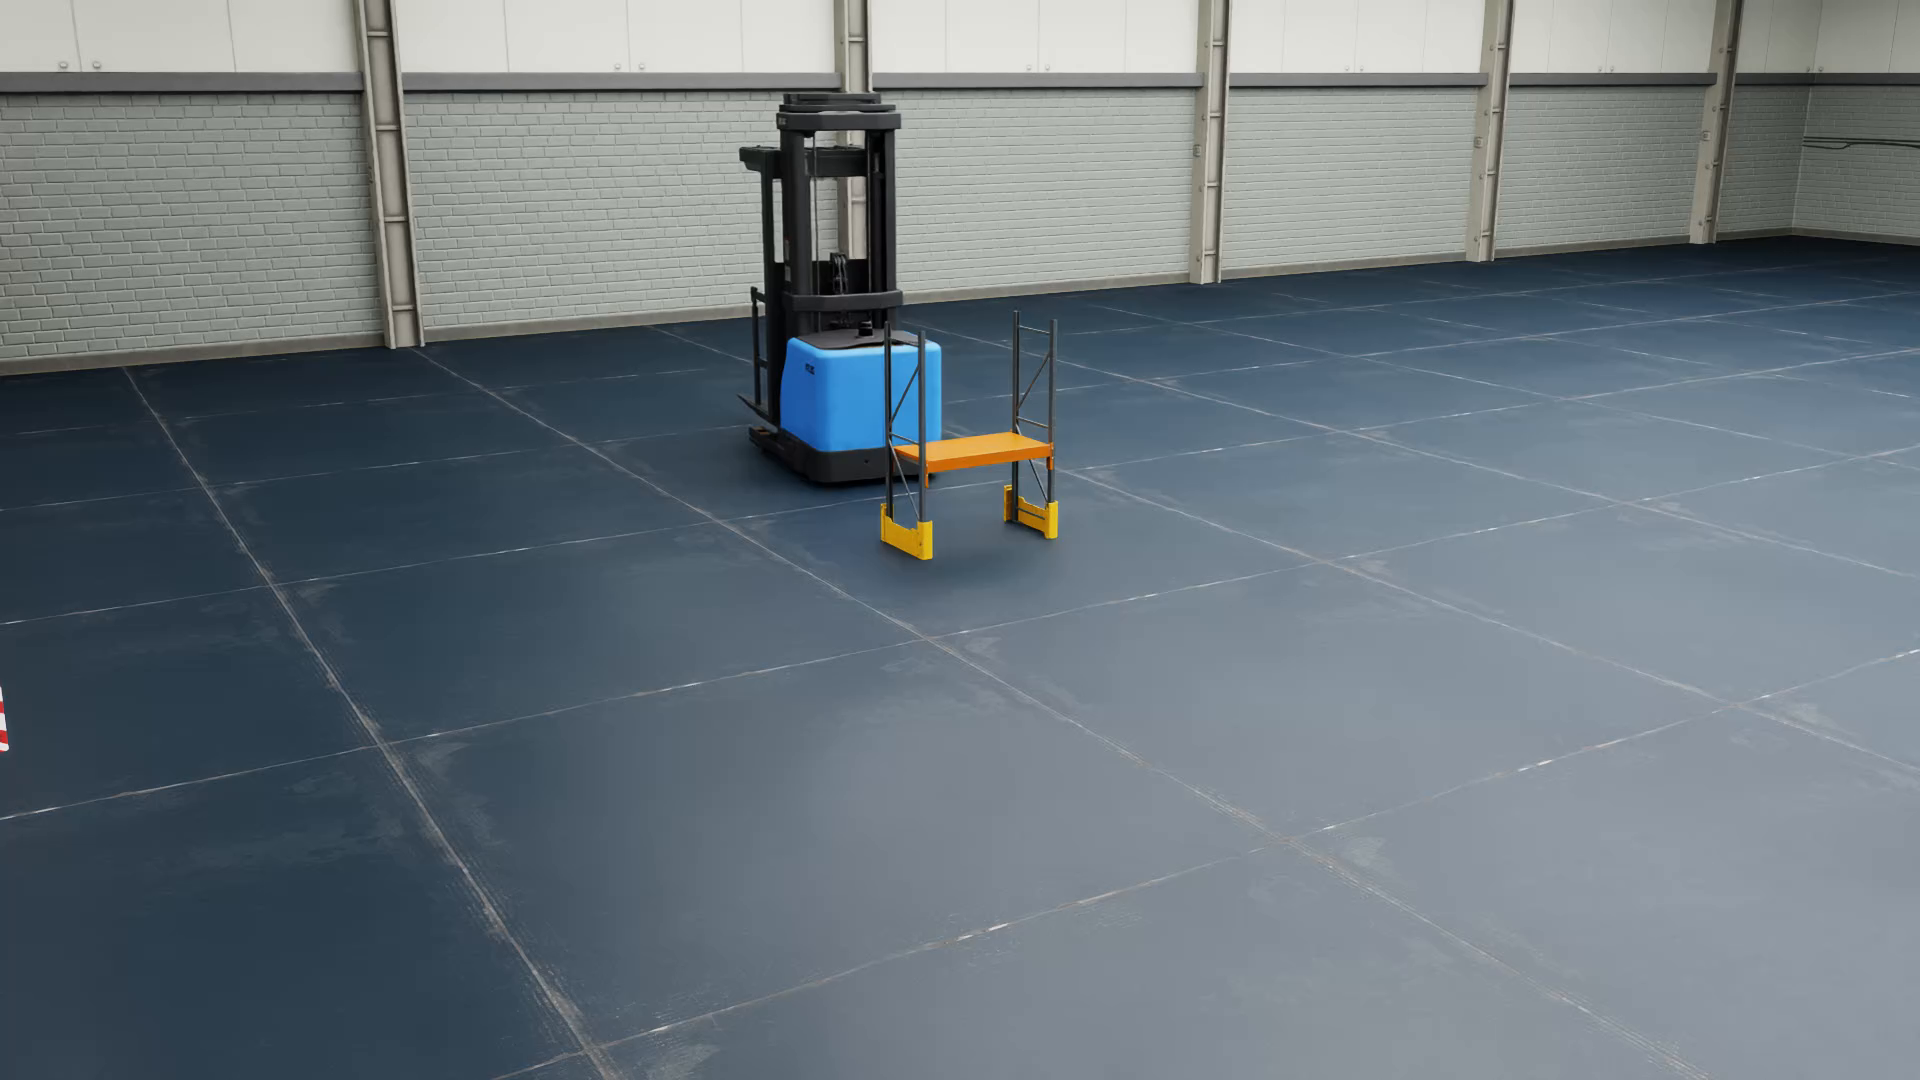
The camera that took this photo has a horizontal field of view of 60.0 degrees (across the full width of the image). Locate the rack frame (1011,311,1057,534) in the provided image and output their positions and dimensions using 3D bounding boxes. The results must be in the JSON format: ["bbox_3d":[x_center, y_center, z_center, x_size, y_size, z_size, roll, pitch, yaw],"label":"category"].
[{"bbox_3d":[0.509,-0.805,11.502,0.032,1.500,0.500,-9,18,-30],"label":"rack frame"}]

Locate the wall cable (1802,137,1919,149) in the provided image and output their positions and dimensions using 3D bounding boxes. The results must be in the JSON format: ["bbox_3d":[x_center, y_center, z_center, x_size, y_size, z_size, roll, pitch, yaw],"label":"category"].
[{"bbox_3d":[17.245,-8.566,31.048,0.112,2.526,3.097,-9,18,-30],"label":"wall cable"}]

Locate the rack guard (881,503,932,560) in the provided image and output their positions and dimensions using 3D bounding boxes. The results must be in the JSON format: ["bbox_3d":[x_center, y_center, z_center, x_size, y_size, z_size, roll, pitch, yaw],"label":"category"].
[{"bbox_3d":[-0.362,-0.062,11.167,0.087,0.250,0.587,-9,18,-30],"label":"rack guard"}]

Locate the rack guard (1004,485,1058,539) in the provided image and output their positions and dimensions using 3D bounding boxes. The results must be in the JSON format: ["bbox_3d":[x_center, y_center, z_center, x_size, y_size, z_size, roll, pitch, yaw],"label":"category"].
[{"bbox_3d":[0.492,-0.200,11.661,0.087,0.250,0.587,-9,18,-30],"label":"rack guard"}]

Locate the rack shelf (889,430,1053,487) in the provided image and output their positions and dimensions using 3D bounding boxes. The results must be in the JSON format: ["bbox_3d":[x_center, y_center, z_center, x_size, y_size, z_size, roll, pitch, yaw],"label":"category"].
[{"bbox_3d":[0.073,-0.561,11.298,1.000,0.185,0.538,-9,18,-30],"label":"rack shelf"}]

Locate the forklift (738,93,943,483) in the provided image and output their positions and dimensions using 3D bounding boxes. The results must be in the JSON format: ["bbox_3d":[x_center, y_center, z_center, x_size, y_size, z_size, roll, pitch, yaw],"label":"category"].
[{"bbox_3d":[-1.163,-2.203,13.839,1.130,2.935,3.031,-6,17,-22],"label":"forklift"}]

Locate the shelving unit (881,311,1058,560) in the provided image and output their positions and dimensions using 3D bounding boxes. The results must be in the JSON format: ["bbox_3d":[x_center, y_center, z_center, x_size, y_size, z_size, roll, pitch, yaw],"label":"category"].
[{"bbox_3d":[0.065,-0.733,11.245,1.083,1.500,0.587,-9,18,-30],"label":"shelving unit"}]

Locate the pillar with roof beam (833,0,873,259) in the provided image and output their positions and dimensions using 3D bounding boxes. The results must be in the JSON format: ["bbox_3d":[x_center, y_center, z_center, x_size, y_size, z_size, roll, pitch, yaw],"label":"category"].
[{"bbox_3d":[0.827,-6.459,17.780,0.400,9.000,9.100,-9,18,-30],"label":"pillar with roof beam"}]

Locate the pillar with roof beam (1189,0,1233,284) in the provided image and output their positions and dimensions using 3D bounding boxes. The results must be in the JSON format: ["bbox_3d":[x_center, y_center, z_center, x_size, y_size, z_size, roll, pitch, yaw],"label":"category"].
[{"bbox_3d":[5.970,-7.293,20.756,0.400,9.000,9.100,-9,18,-30],"label":"pillar with roof beam"}]

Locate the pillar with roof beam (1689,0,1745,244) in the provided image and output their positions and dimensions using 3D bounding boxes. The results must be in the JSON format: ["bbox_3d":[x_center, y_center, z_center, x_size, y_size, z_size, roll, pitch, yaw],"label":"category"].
[{"bbox_3d":[16.256,-8.961,26.706,0.400,9.000,9.100,-9,18,-30],"label":"pillar with roof beam"}]

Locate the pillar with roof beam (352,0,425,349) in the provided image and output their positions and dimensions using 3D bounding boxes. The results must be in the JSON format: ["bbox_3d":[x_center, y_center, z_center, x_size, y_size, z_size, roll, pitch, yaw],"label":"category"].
[{"bbox_3d":[-4.317,-5.625,14.805,0.400,9.000,9.100,-9,18,-30],"label":"pillar with roof beam"}]

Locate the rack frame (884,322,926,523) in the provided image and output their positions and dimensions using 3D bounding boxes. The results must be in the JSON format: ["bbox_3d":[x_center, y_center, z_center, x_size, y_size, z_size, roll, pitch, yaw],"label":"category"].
[{"bbox_3d":[-0.363,-0.663,10.998,0.032,1.500,0.500,-9,18,-30],"label":"rack frame"}]

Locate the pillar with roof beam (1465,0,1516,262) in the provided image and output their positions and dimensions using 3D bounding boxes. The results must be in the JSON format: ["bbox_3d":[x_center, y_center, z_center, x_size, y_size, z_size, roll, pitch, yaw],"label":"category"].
[{"bbox_3d":[11.113,-8.127,23.731,0.400,9.000,9.100,-9,18,-30],"label":"pillar with roof beam"}]
